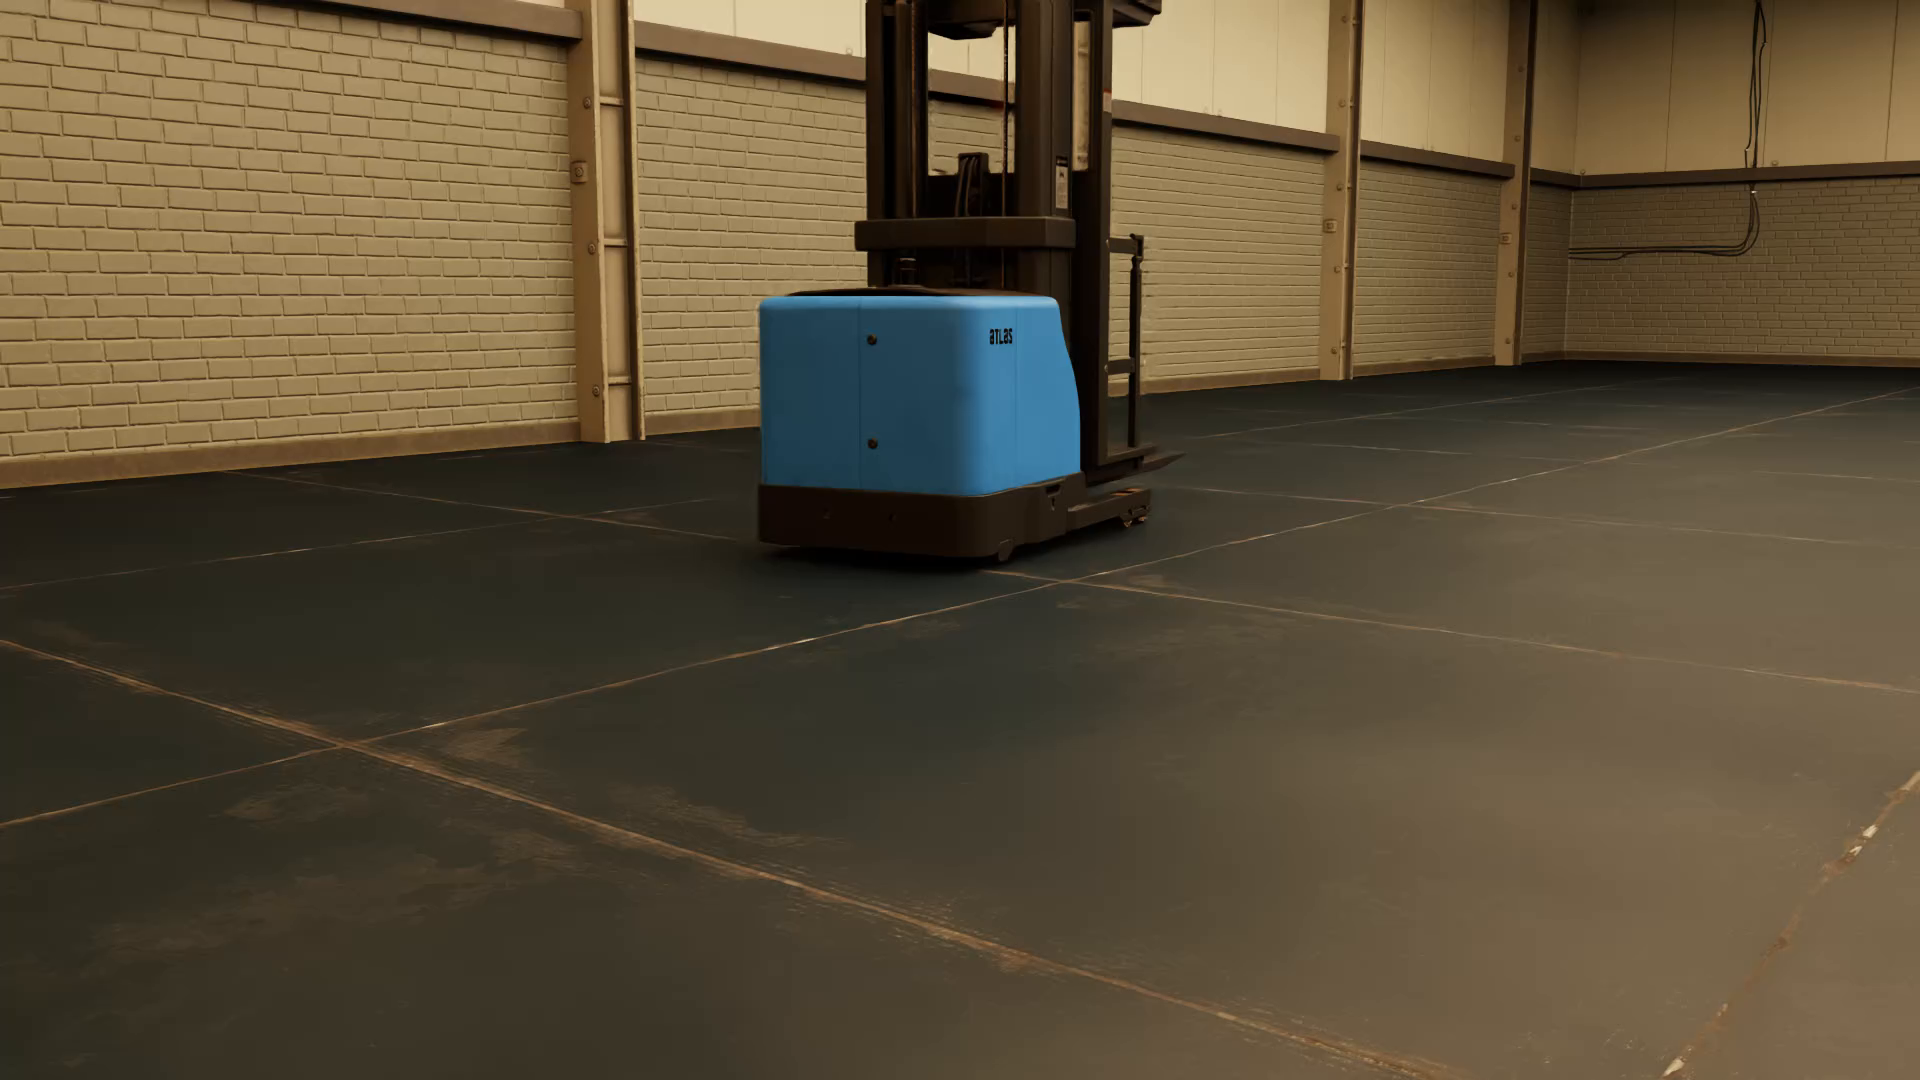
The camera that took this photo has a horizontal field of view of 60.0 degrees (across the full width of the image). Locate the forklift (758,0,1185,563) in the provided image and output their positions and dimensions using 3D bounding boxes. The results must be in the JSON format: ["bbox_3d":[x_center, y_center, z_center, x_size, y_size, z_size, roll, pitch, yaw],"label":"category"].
[{"bbox_3d":[0.269,-1.535,7.770,1.130,2.935,3.031,4,9,26],"label":"forklift"}]
